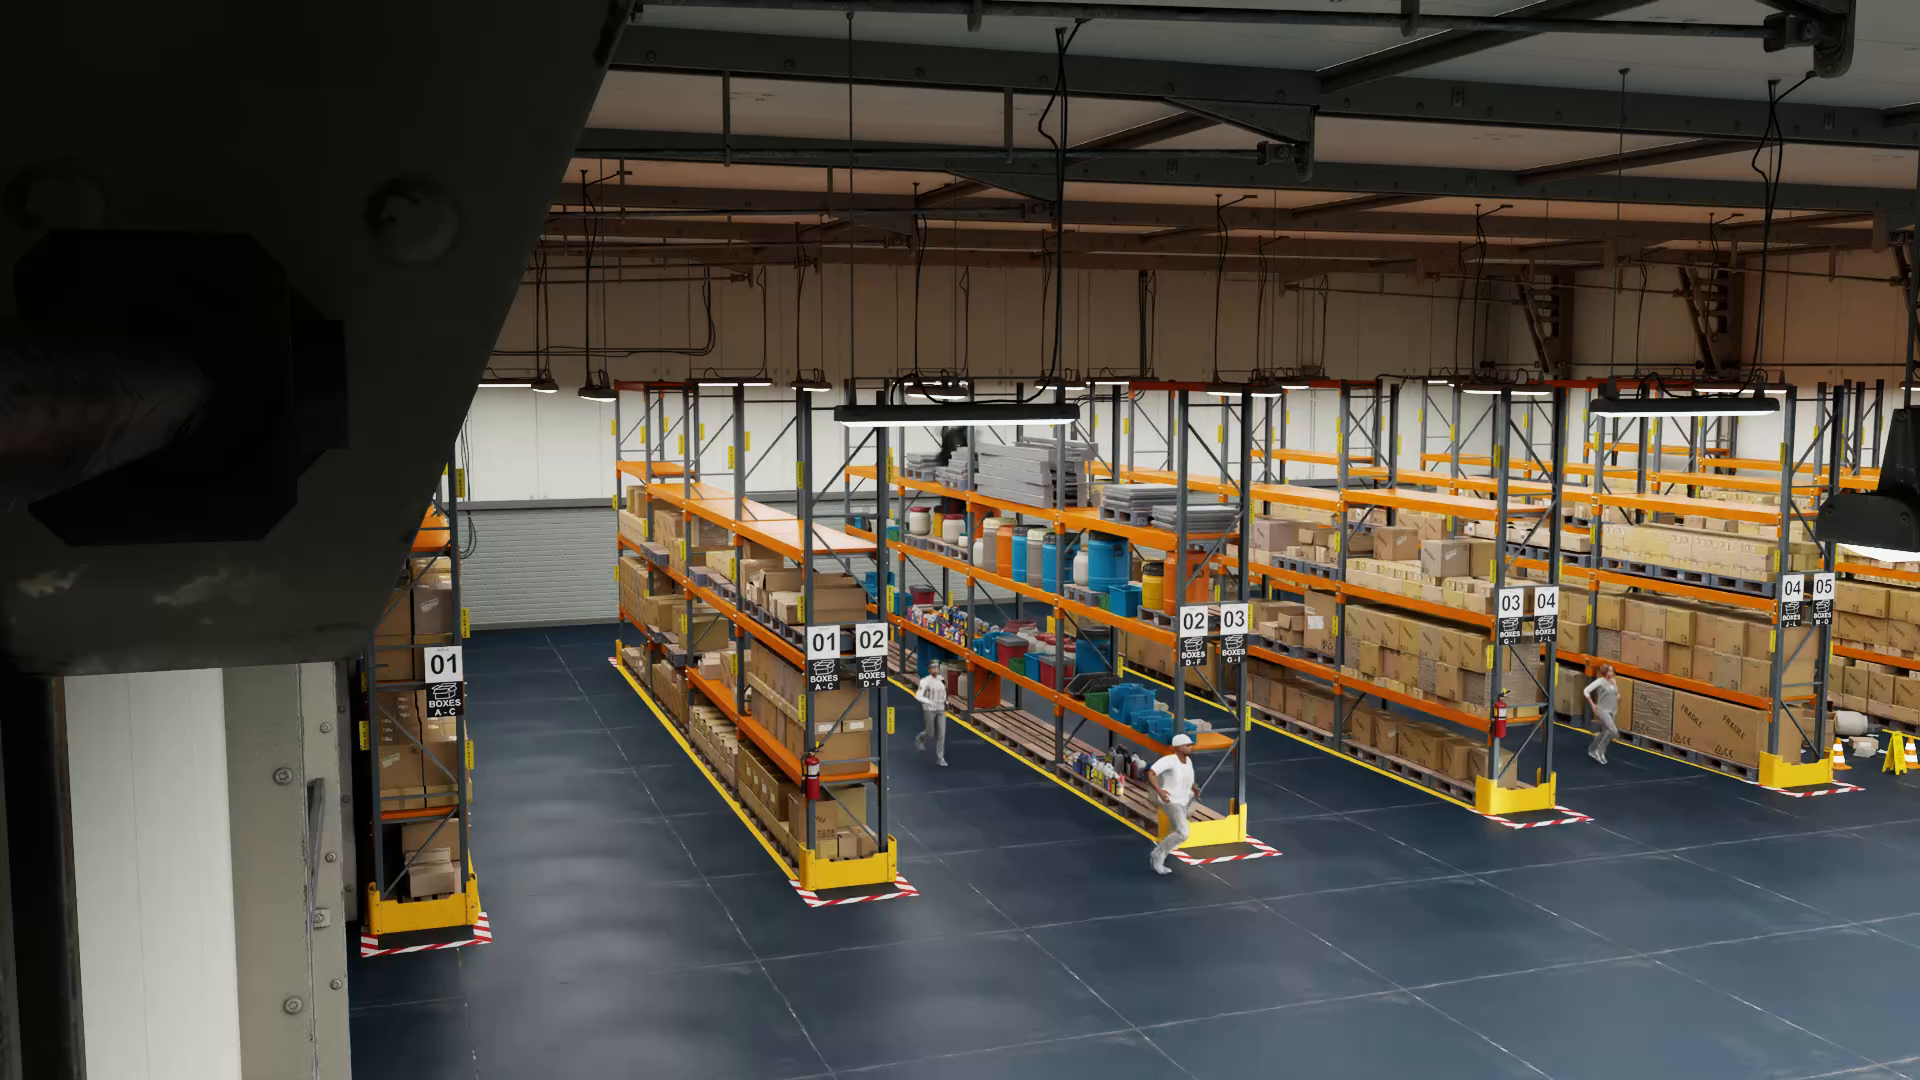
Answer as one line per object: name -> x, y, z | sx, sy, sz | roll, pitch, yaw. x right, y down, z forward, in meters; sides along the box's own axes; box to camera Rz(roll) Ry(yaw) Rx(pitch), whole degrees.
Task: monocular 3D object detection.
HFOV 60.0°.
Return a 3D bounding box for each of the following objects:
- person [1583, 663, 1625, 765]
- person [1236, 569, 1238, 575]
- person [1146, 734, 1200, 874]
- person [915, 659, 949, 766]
person -> 10.236, 2.751, 26.349 | 0.505, 1.597, 0.667 | -4, 7, -31
person -> 7.083, 1.134, 41.402 | 0.773, 1.649, 0.693 | 0, 6, -4
person -> 2.715, 3.280, 20.755 | 0.576, 1.719, 0.717 | 4, 7, 35
person -> -0.411, 2.702, 26.374 | 0.614, 1.664, 0.890 | -3, 7, -30
